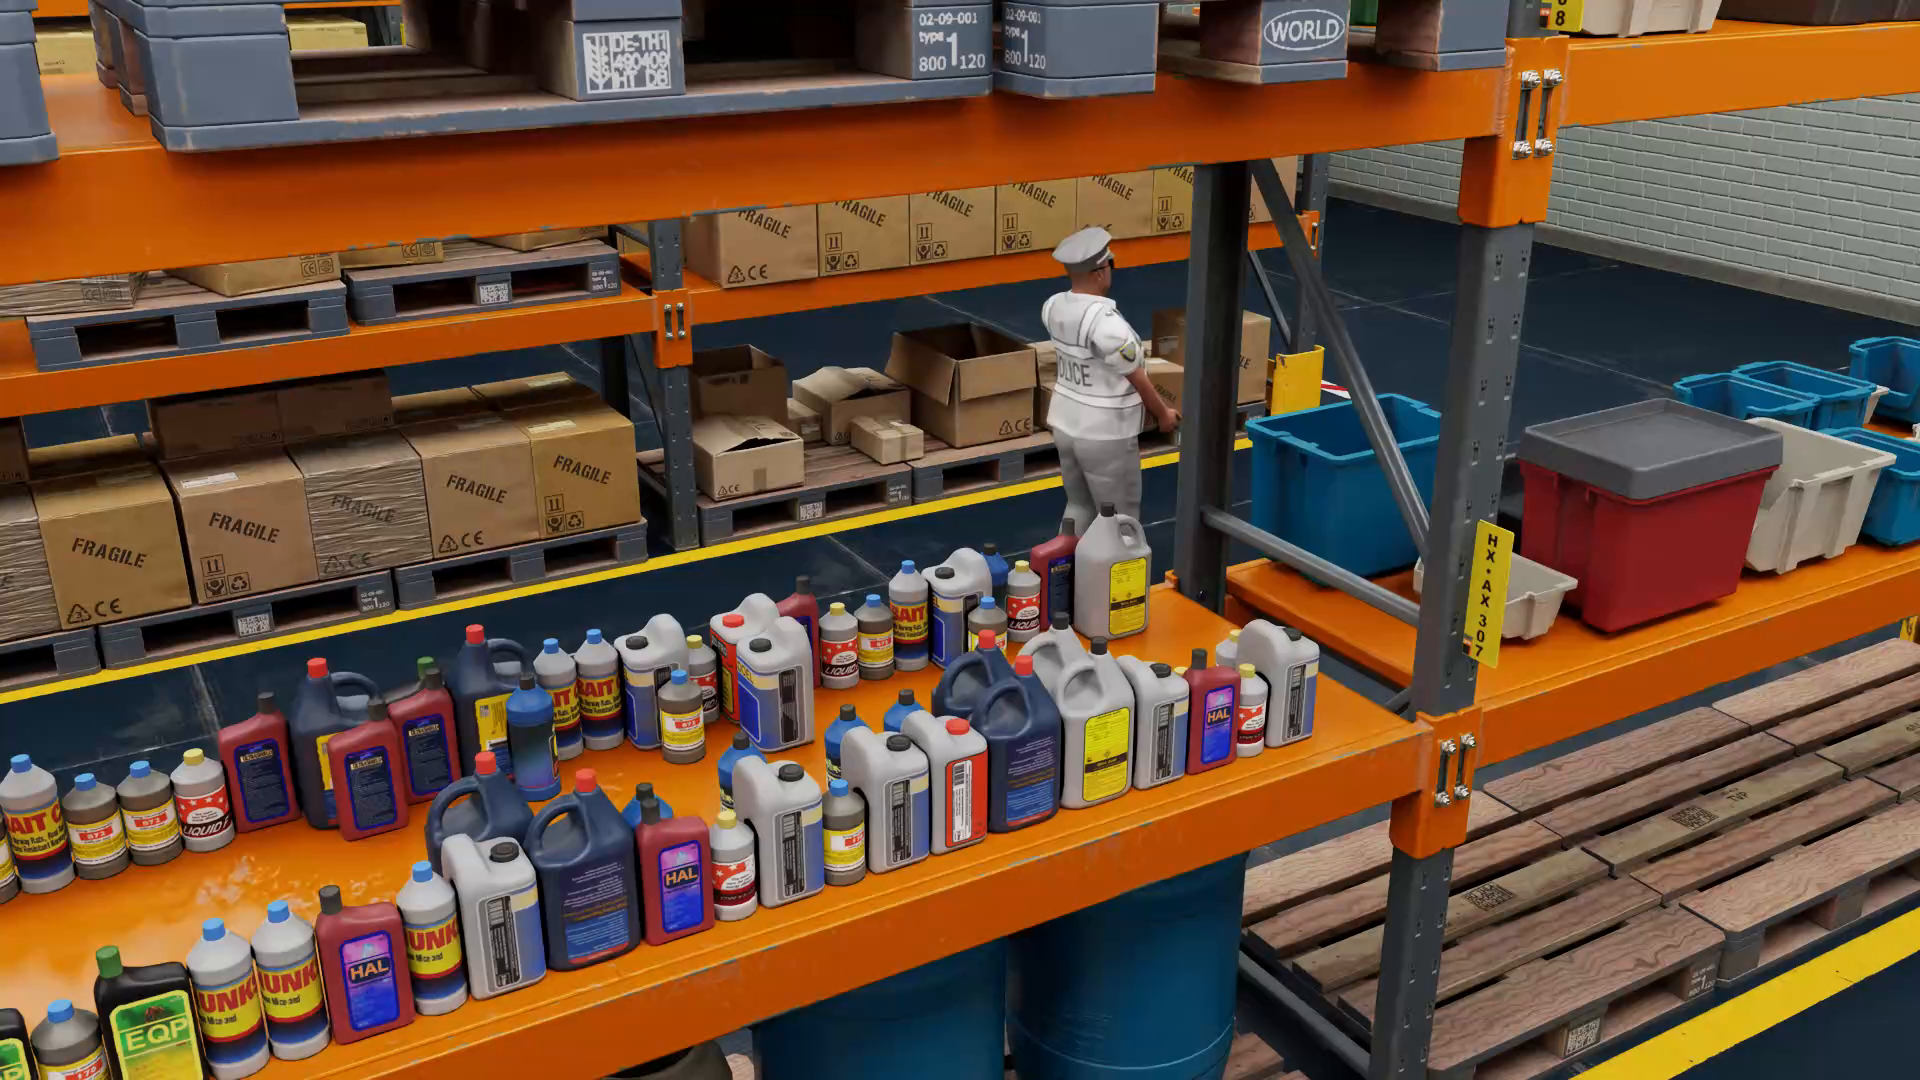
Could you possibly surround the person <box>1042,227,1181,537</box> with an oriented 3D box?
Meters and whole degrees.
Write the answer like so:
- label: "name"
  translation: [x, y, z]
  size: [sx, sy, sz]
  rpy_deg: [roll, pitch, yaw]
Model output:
- label: "person"
  translation: [0.662, -0.501, 7.318]
  size: [0.565, 1.766, 0.494]
  rpy_deg: [-12, 25, -28]
